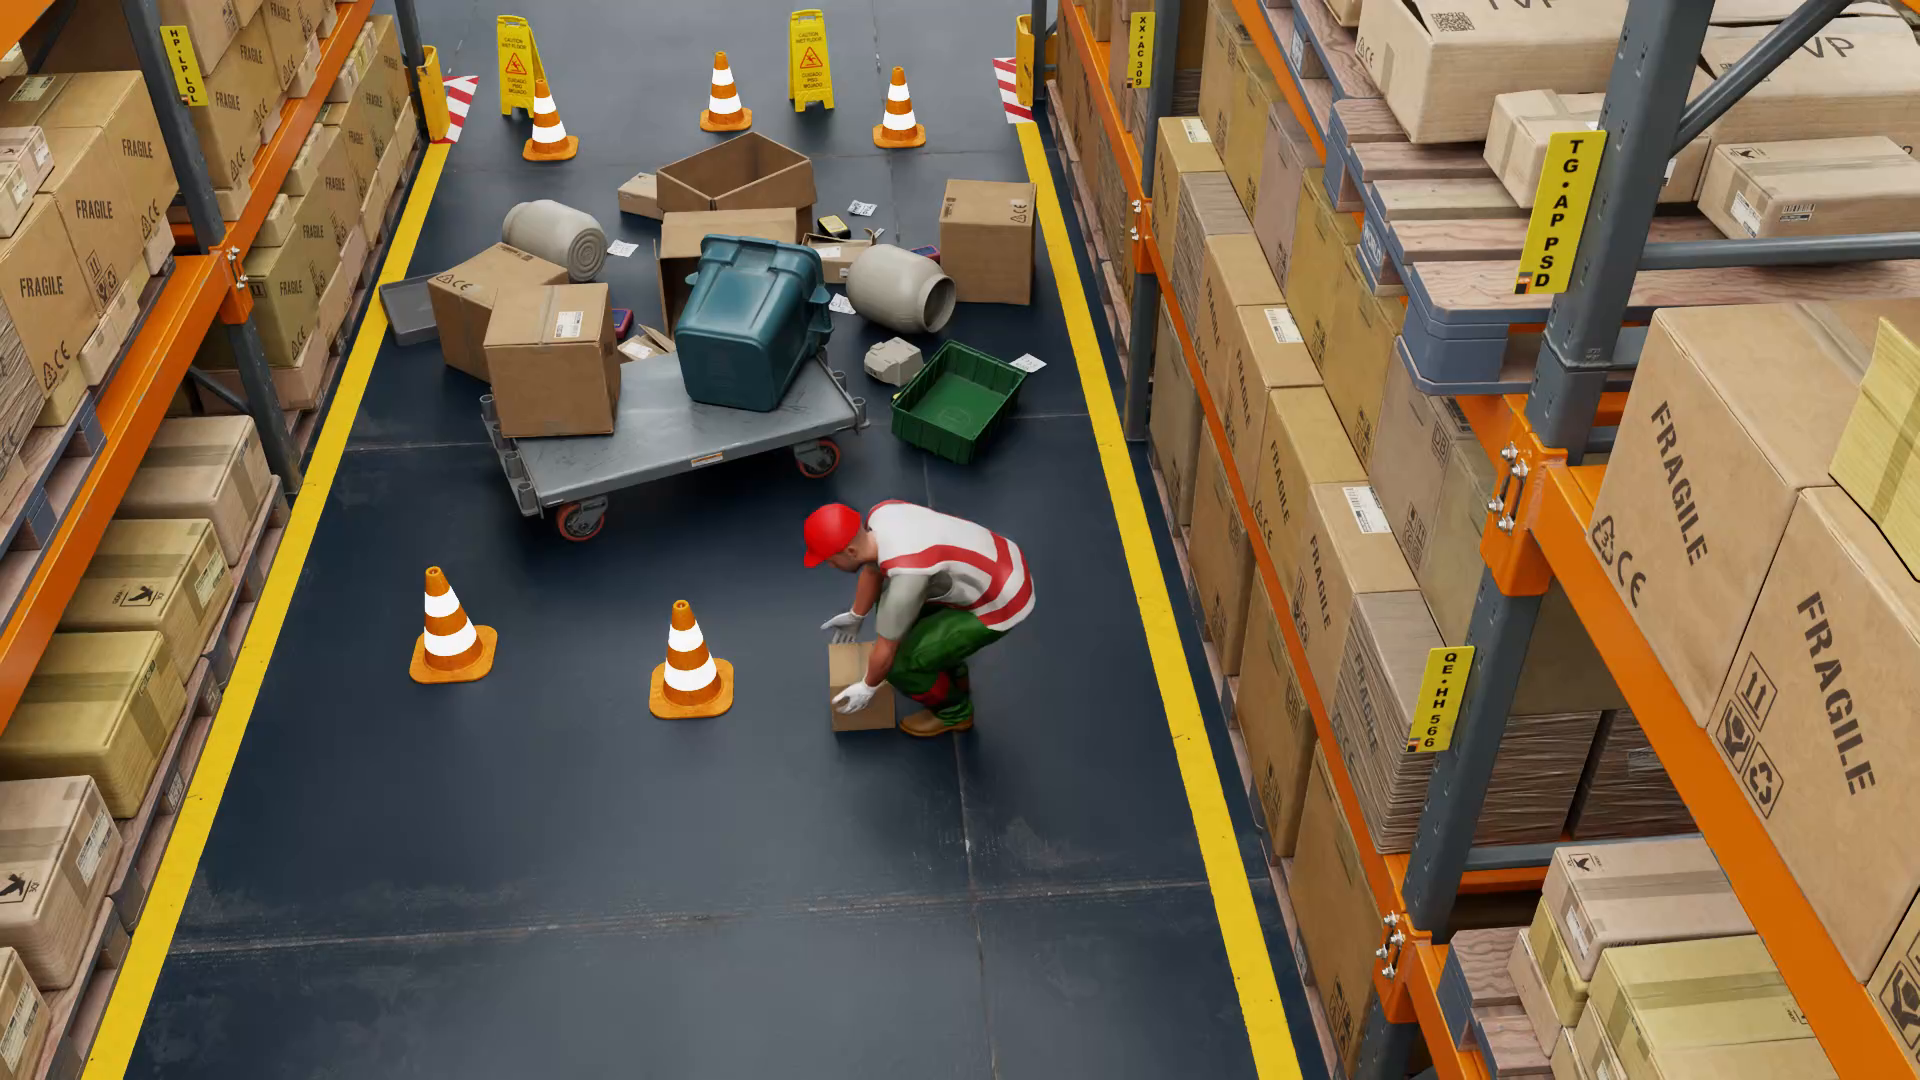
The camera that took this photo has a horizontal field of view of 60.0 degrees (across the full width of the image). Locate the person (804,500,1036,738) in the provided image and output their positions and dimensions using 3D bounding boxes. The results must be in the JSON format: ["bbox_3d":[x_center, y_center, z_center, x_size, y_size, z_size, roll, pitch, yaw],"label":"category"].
[{"bbox_3d":[-0.145,0.277,6.350,0.865,1.091,0.575,-3,39,-4],"label":"person"}]
